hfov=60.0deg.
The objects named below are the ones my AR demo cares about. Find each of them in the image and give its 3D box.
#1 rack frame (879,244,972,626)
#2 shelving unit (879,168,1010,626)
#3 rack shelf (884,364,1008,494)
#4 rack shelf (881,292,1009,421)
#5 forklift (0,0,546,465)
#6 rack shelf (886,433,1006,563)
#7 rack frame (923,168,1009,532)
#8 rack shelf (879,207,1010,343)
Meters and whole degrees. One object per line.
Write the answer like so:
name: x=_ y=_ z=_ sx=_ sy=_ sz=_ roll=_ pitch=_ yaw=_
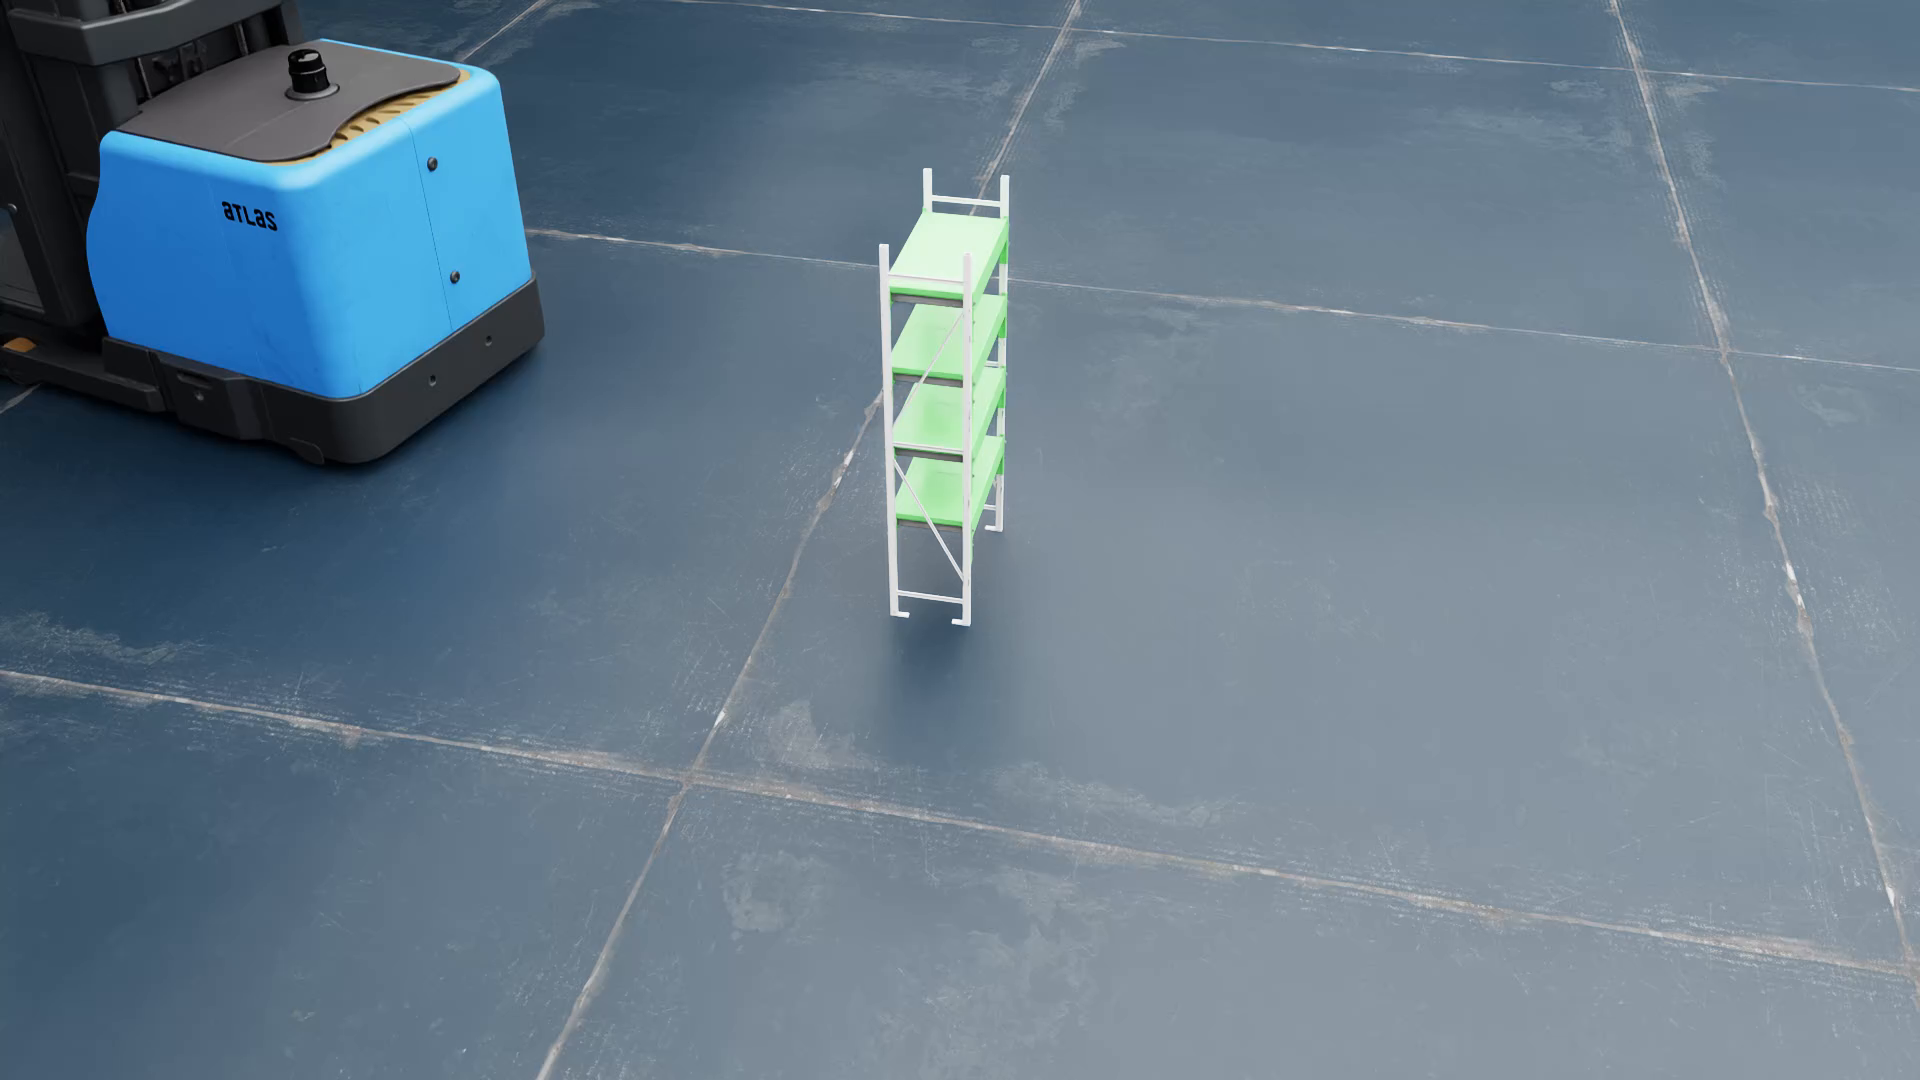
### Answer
rack frame: x=-0.087 y=-0.251 z=4.574 sx=0.240 sy=1.200 sz=0.015 roll=7 pitch=37 yaw=10
shelving unit: x=-0.035 y=-0.391 z=4.767 sx=0.258 sy=1.200 sz=0.503 roll=7 pitch=37 yaw=10
rack shelf: x=-0.035 y=-0.339 z=4.804 sx=0.258 sy=0.148 sz=0.480 roll=7 pitch=37 yaw=10
rack shelf: x=-0.035 y=-0.534 z=4.664 sx=0.258 sy=0.148 sz=0.480 roll=7 pitch=37 yaw=10
forklift: x=-3.101 y=-2.013 z=5.530 sx=3.031 sy=2.935 sz=1.130 roll=15 pitch=39 yaw=20
rack shelf: x=-0.035 y=-0.145 z=4.945 sx=0.258 sy=0.148 sz=0.480 roll=7 pitch=37 yaw=10
rack frame: x=0.017 y=-0.531 z=4.960 sx=0.240 sy=1.200 sz=0.015 roll=7 pitch=37 yaw=10
rack shelf: x=-0.035 y=-0.728 z=4.523 sx=0.258 sy=0.148 sz=0.480 roll=7 pitch=37 yaw=10
